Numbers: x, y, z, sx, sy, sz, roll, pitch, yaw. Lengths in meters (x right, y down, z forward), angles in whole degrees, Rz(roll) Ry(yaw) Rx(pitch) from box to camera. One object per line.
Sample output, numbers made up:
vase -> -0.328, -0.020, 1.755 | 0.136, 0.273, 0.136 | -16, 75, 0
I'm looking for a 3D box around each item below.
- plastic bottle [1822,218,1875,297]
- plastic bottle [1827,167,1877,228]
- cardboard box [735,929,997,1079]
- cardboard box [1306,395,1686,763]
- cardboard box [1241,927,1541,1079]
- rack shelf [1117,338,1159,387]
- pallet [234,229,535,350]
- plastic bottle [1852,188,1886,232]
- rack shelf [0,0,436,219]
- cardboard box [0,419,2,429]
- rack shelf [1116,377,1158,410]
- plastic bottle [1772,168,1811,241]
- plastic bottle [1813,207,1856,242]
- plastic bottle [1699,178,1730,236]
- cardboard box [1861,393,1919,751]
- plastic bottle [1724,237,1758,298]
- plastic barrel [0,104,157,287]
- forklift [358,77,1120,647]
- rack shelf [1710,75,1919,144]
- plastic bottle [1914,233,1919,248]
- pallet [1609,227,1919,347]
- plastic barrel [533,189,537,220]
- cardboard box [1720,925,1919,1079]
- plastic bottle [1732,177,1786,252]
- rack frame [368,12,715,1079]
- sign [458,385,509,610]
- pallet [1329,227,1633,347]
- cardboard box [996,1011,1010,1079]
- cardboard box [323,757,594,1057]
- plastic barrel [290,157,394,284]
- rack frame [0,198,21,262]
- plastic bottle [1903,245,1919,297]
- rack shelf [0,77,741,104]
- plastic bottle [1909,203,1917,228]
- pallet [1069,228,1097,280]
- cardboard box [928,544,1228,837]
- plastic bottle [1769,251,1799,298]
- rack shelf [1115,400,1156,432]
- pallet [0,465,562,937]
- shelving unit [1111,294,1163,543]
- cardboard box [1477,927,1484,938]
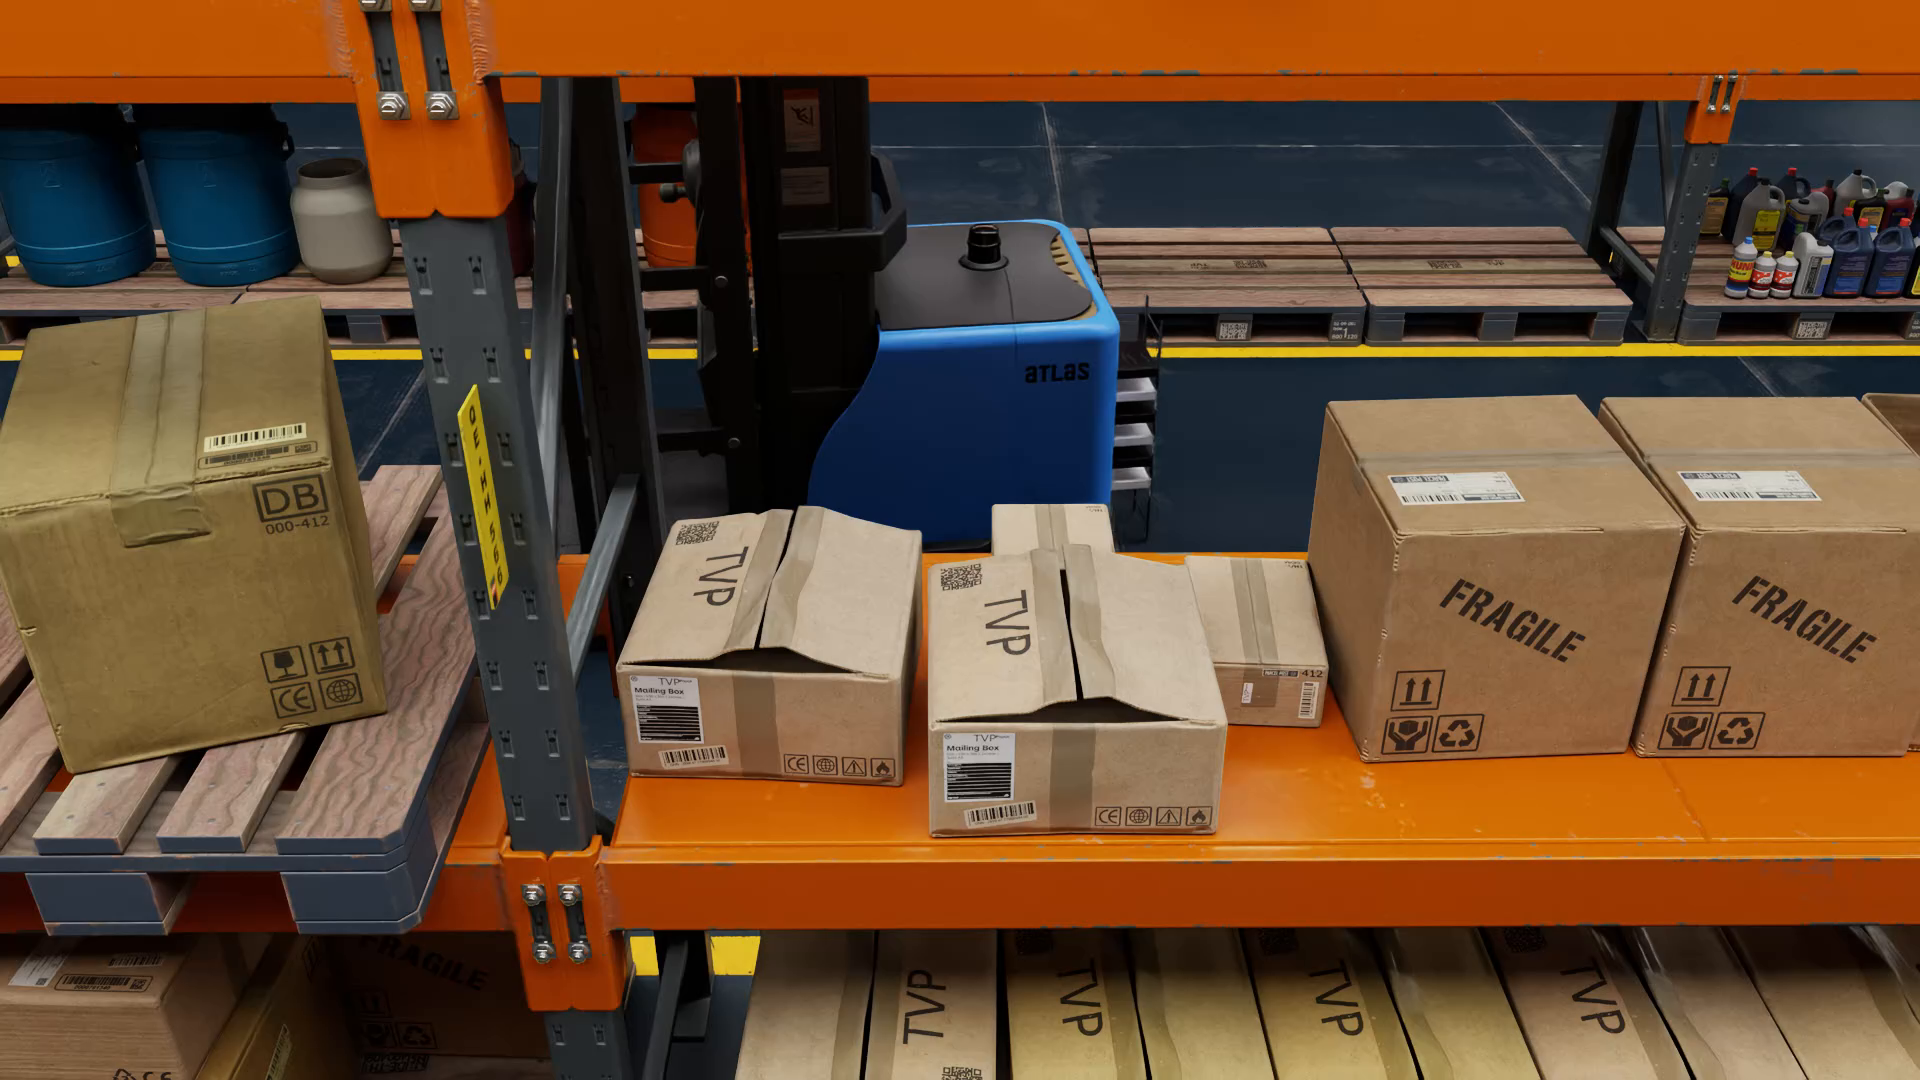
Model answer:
plastic bottle -> 4.080, -1.305, 7.639 | 0.185, 0.351, 0.144 | 1, 31, 1
plastic bottle -> 4.428, -1.671, 8.242 | 0.185, 0.351, 0.144 | 0, 31, -1
cardboard box -> -0.177, 1.027, 3.371 | 0.500, 0.311, 0.500 | 1, 31, 1
cardboard box -> 0.975, 0.063, 3.157 | 0.500, 0.500, 0.500 | -2, 31, -3
cardboard box -> 0.858, 1.020, 3.382 | 0.500, 0.311, 0.500 | -1, 31, -2
rack shelf -> 0.586, -0.632, 5.968 | 0.200, 0.077, 0.258 | -4, 31, -7
pallet -> -2.734, -1.231, 8.075 | 1.213, 0.211, 1.003 | 0, 31, 0
plastic bottle -> 4.454, -1.589, 8.171 | 0.133, 0.283, 0.061 | 0, 31, 0
rack shelf -> -2.703, -0.849, 2.559 | 4.000, 0.370, 1.077 | 0, 31, 0
cardboard box -> -2.248, -0.138, 3.085 | 0.500, 0.500, 0.700 | 6, 32, 9
rack shelf -> 0.586, -0.555, 6.014 | 0.200, 0.077, 0.258 | -4, 31, -7
plastic bottle -> 4.105, -1.670, 8.240 | 0.185, 0.351, 0.144 | -2, 31, -3
plastic bottle -> 4.080, -1.380, 7.762 | 0.185, 0.351, 0.144 | 0, 31, 0
plastic bottle -> 3.750, -1.661, 8.291 | 0.133, 0.283, 0.061 | 1, 31, 2
cardboard box -> 2.002, 0.060, 3.163 | 0.500, 0.500, 0.500 | 2, 31, 3
plastic bottle -> 3.592, -1.257, 7.637 | 0.097, 0.271, 0.097 | 0, 31, 0
plastic barrel -> -4.185, -1.712, 7.798 | 0.708, 0.901, 0.600 | 0, 31, 0
forklift -> -1.024, -1.182, 5.373 | 3.031, 2.935, 1.130 | -4, 31, -7
rack shelf -> 5.271, -2.161, 7.613 | 4.000, 0.370, 1.077 | 0, 31, 0
plastic bottle -> 4.416, -1.291, 7.693 | 0.097, 0.271, 0.097 | 0, 31, 0
pallet -> 3.943, -1.250, 8.107 | 1.213, 0.211, 1.003 | 0, 31, 0
plastic barrel -> -1.782, -1.507, 7.835 | 0.421, 0.512, 0.421 | 0, 31, 0
cardboard box -> 1.874, 1.019, 3.384 | 0.500, 0.311, 0.500 | 0, 31, 0
plastic bottle -> 3.914, -1.594, 8.116 | 0.185, 0.351, 0.144 | 0, 31, 0
rack frame -> -0.703, 0.120, 3.161 | 0.127, 3.000, 1.000 | 0, 31, 0
sign -> -0.690, -0.060, 2.417 | 0.005, 0.325, 0.100 | 0, 31, 0
pallet -> 2.486, -1.247, 8.102 | 1.213, 0.211, 1.003 | 0, 31, 0
cardboard box -> 0.325, 1.265, 3.520 | 0.500, 0.250, 0.500 | -1, 31, -2
cardboard box -> -1.160, 0.854, 3.937 | 0.500, 0.500, 0.500 | 1, 31, 2
plastic barrel -> -2.912, -1.503, 7.830 | 0.421, 0.512, 0.421 | 0, 31, 0
rack frame -> -4.729, -2.437, 7.375 | 0.127, 3.000, 1.000 | 0, 31, 0
plastic bottle -> 4.435, -1.256, 7.622 | 0.133, 0.283, 0.061 | 1, 31, 2
rack shelf -> -2.729, -2.136, 7.572 | 4.000, 0.370, 1.077 | 0, 31, 0
plastic bottle -> 4.708, -1.620, 8.302 | 0.097, 0.201, 0.097 | 0, 31, 0
pallet -> 0.046, -1.240, 8.090 | 1.213, 0.211, 1.003 | 0, 31, 0
cardboard box -> 0.193, 0.256, 3.023 | 0.500, 0.311, 0.500 | -1, 31, -1
plastic bottle -> 3.795, -1.228, 7.656 | 0.097, 0.201, 0.097 | 0, 31, 0
rack shelf -> 0.586, -0.478, 6.061 | 0.200, 0.077, 0.258 | -4, 31, -7
pallet -> -1.380, 0.240, 3.147 | 1.003, 0.211, 1.213 | 0, 31, 0
shelving unit -> 0.586, -0.429, 6.090 | 0.210, 0.900, 0.258 | -4, 31, -7
cardboard box -> 1.345, 0.741, 3.842 | 0.500, 0.311, 0.500 | 1, 31, 1
